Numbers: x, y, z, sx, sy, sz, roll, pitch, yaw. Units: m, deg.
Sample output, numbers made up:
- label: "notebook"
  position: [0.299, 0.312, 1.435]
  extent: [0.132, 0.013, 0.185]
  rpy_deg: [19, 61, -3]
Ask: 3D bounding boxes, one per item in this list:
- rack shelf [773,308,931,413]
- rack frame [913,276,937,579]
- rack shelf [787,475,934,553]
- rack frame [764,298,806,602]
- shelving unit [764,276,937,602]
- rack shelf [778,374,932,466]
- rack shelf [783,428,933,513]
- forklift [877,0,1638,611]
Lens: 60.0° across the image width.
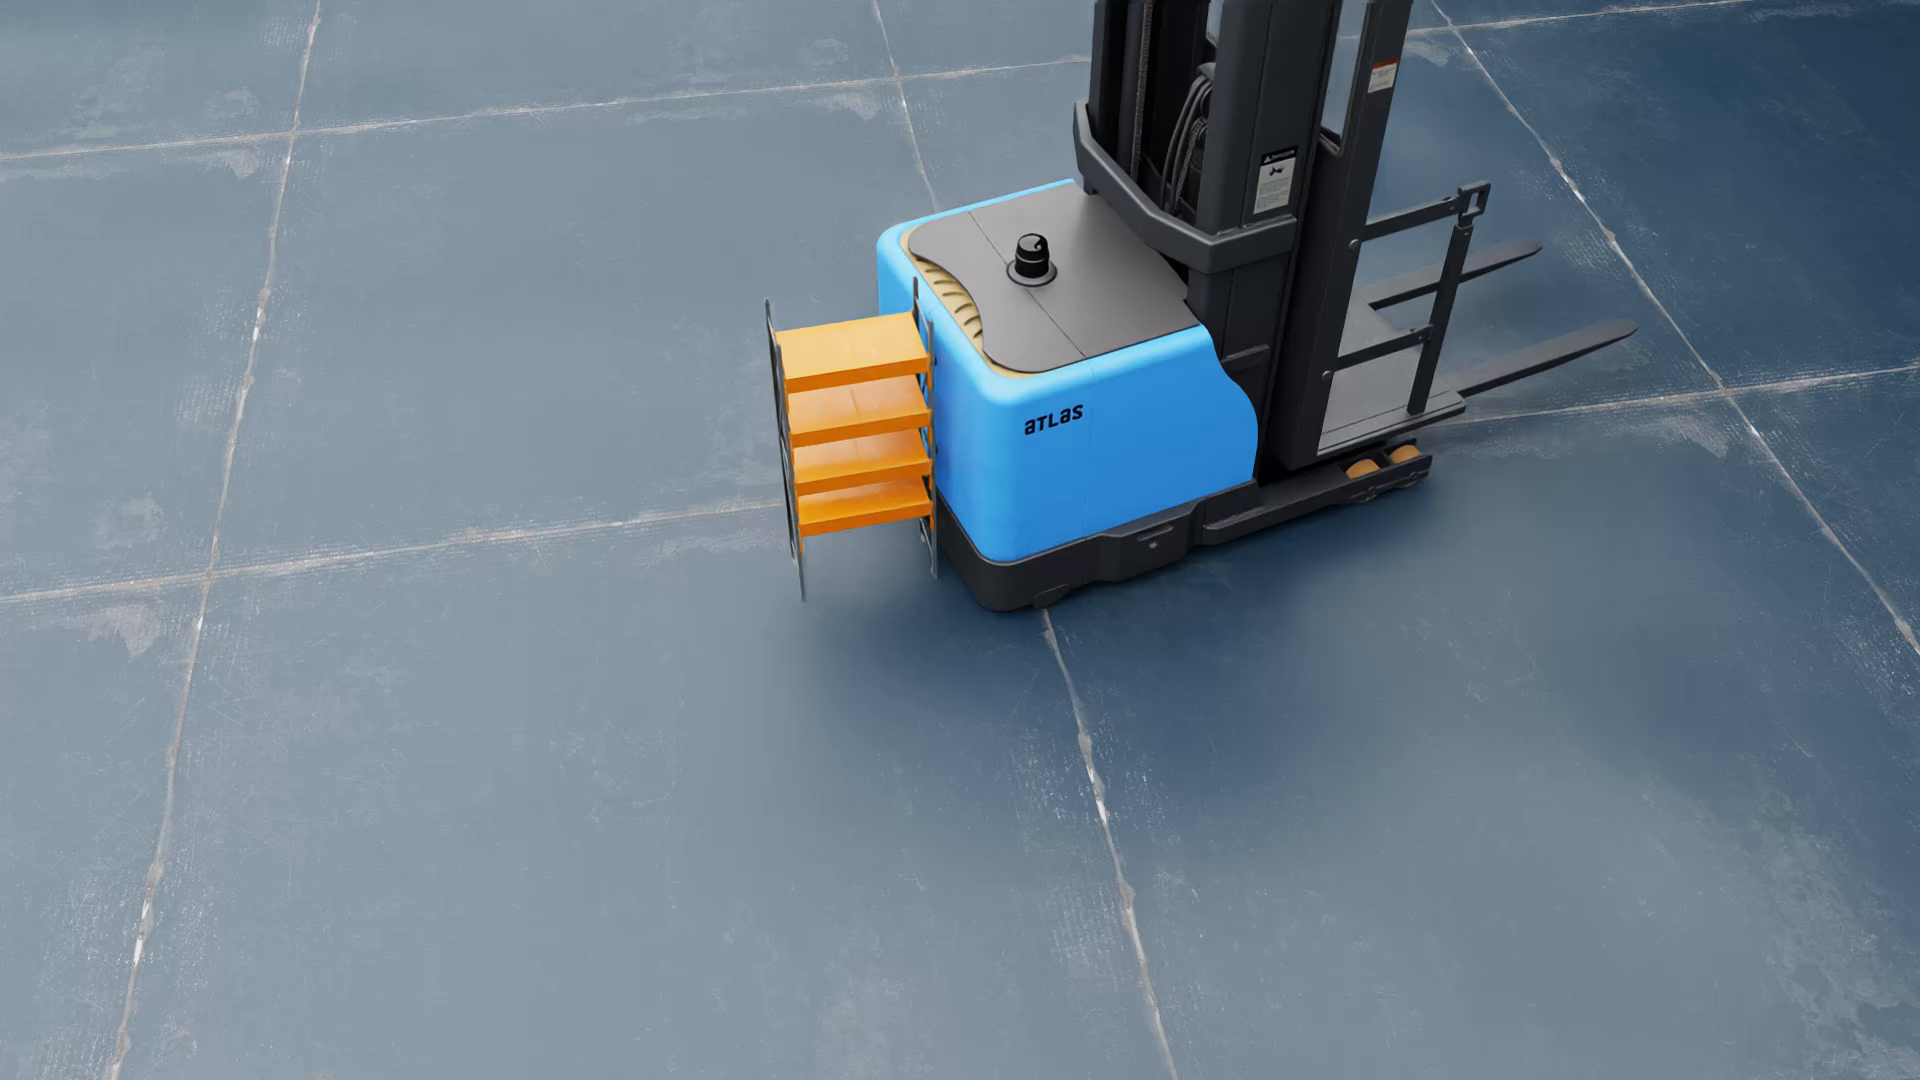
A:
- label: "rack shelf"
  position: [-0.356, -0.590, 5.439]
  extent: [0.480, 0.148, 0.258]
  rpy_deg: [-10, 47, -10]
- label: "rack frame"
  position: [-0.119, -0.359, 5.763]
  extent: [0.015, 1.200, 0.240]
  rpy_deg: [-10, 47, -10]
- label: "rack shelf"
  position: [-0.356, -0.133, 5.914]
  extent: [0.480, 0.148, 0.258]
  rpy_deg: [-10, 47, -10]
- label: "rack frame"
  position: [-0.593, -0.275, 5.682]
  extent: [0.015, 1.200, 0.240]
  rpy_deg: [-10, 47, -10]
- label: "shelving unit"
  position: [-0.356, -0.317, 5.722]
  extent: [0.503, 1.200, 0.258]
  rpy_deg: [-10, 47, -10]
- label: "rack shelf"
  position: [-0.356, -0.426, 5.610]
  extent: [0.480, 0.148, 0.258]
  rpy_deg: [-10, 47, -10]
- label: "rack shelf"
  position: [-0.356, -0.270, 5.771]
  extent: [0.480, 0.148, 0.258]
  rpy_deg: [-10, 47, -10]
- label: "forklift"
  position: [1.254, -1.489, 5.649]
  extent: [3.031, 2.935, 1.130]
  rpy_deg: [-18, 49, -17]
